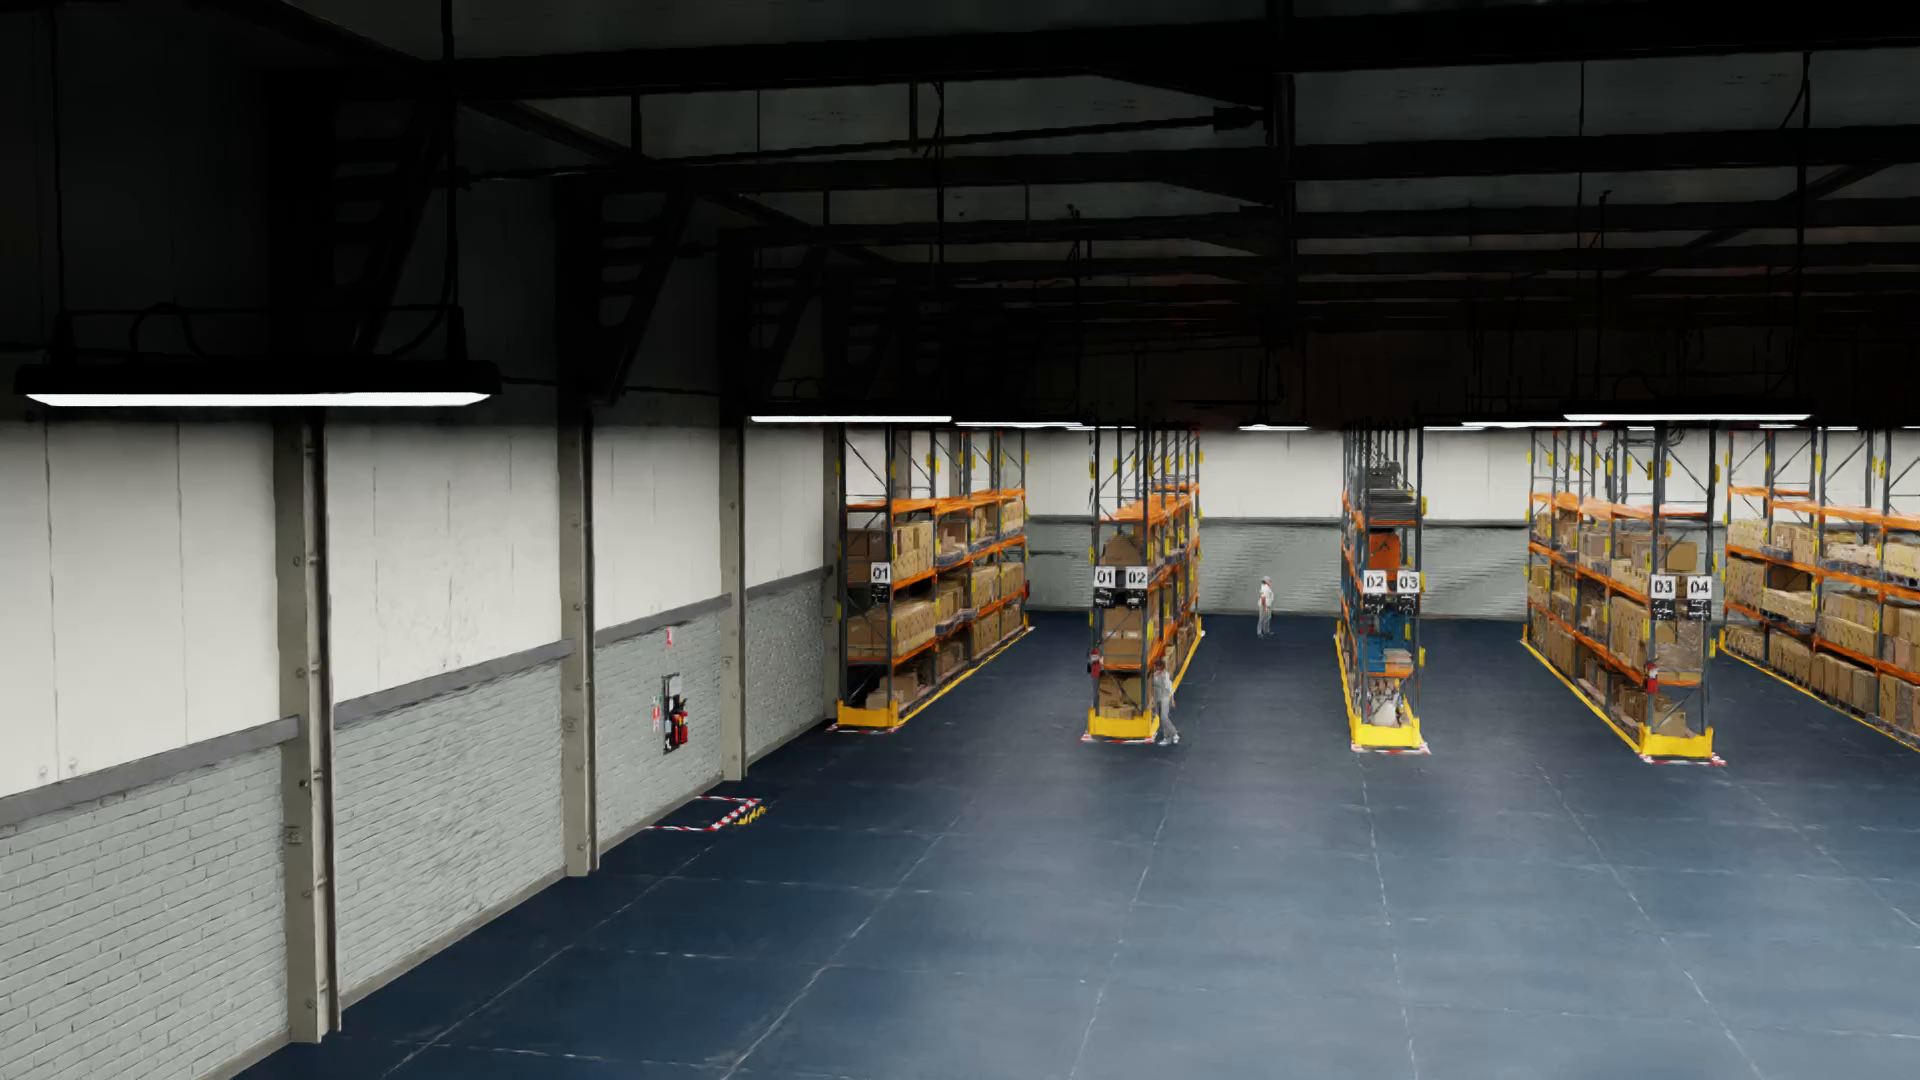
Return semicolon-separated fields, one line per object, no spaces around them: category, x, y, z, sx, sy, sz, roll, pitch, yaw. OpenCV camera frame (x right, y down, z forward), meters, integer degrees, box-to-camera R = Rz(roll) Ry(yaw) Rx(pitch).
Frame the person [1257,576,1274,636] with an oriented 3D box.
person;8.580;1.851;46.714;0.393;1.669;0.588;2;4;28

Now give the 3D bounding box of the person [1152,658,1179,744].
person;3.767;2.951;30.437;0.427;1.585;0.546;-2;4;-33
